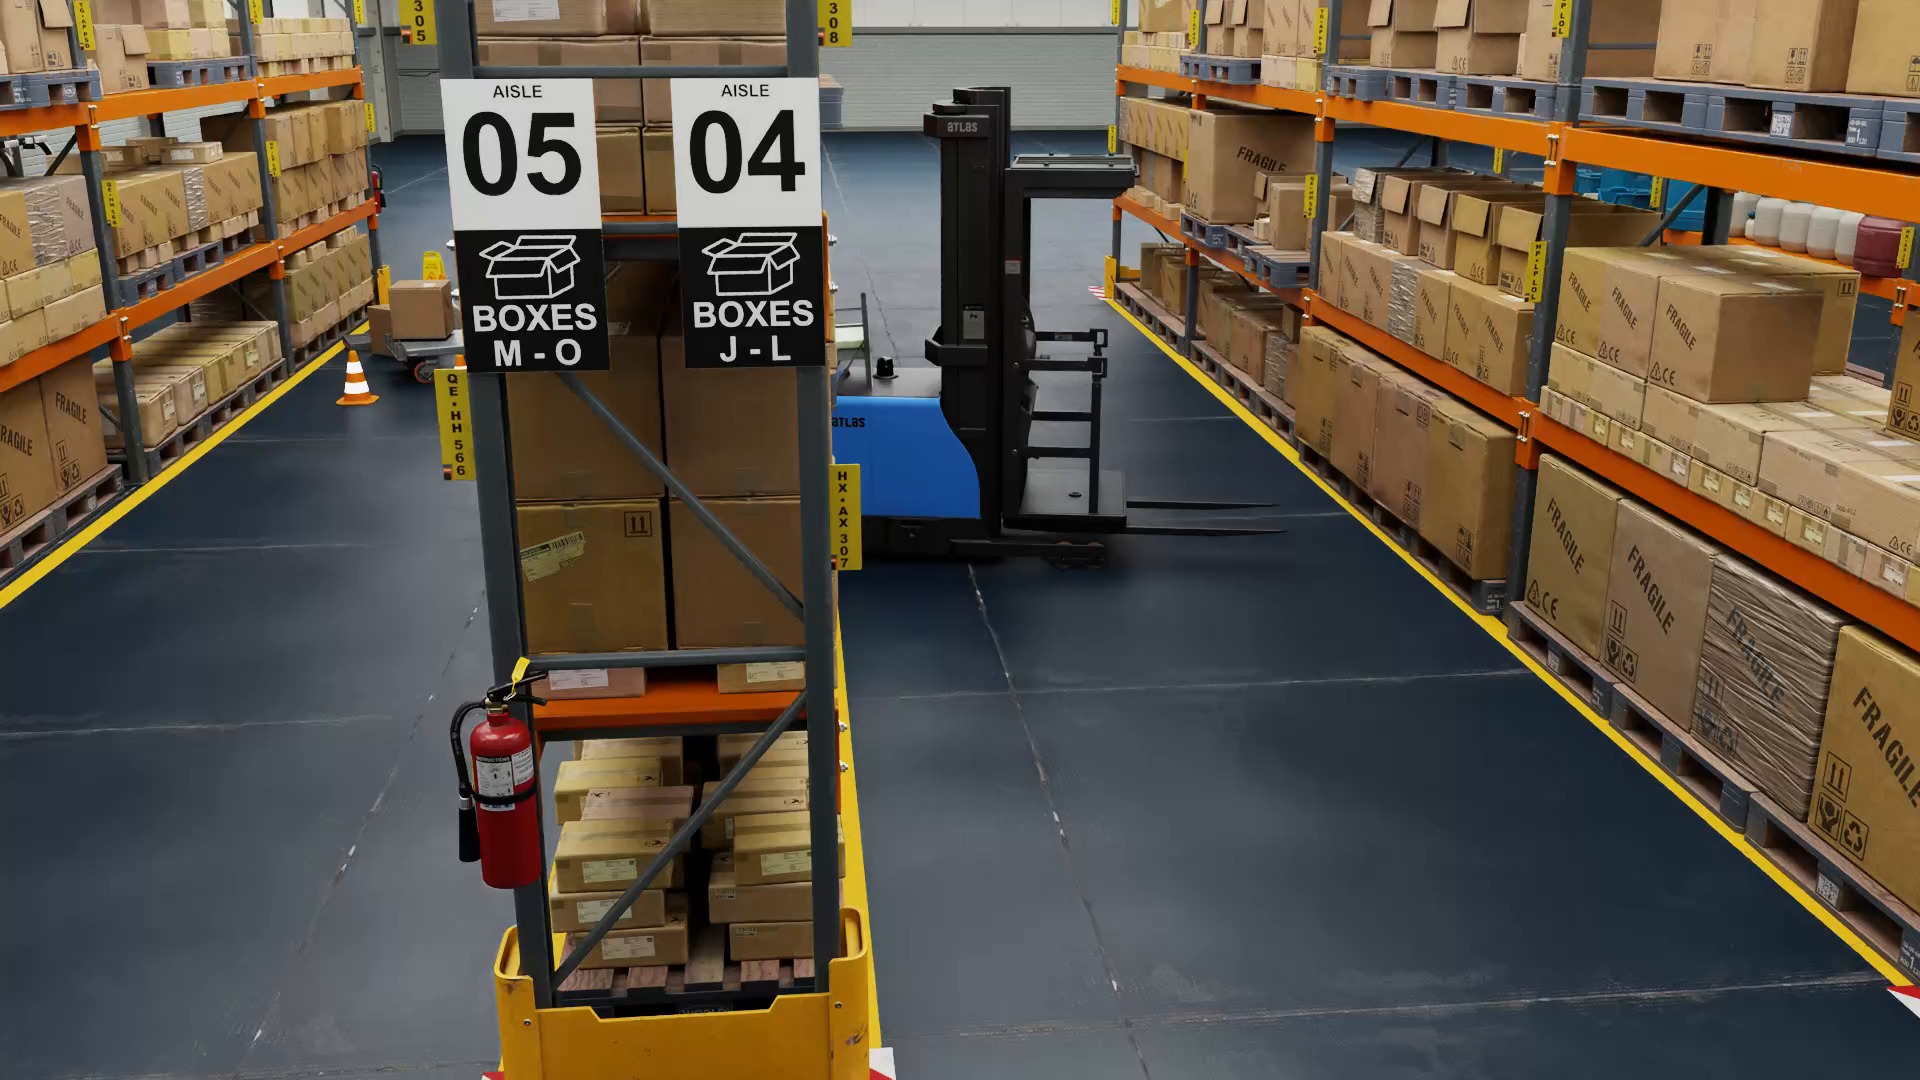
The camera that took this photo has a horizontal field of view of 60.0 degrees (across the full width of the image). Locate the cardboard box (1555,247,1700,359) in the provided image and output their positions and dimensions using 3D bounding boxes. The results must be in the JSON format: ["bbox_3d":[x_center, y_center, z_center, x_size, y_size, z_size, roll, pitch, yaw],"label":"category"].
[{"bbox_3d":[3.443,-1.228,8.584,0.500,0.500,0.500,-2,18,-6],"label":"cardboard box"}]

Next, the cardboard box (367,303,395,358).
[{"bbox_3d":[-5.792,-2.198,17.340,0.500,0.500,0.500,11,21,32],"label":"cardboard box"}]

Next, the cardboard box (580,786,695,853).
[{"bbox_3d":[-1.159,1.013,6.007,0.380,0.149,0.250,-1,17,-5],"label":"cardboard box"}]

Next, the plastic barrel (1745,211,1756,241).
[{"bbox_3d":[7.733,-3.022,16.027,0.301,0.262,0.301,0,17,0],"label":"plastic barrel"}]

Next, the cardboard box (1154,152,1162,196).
[{"bbox_3d":[2.659,-4.106,18.585,0.875,0.500,0.500,-2,18,-6],"label":"cardboard box"}]

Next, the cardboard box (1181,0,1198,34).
[{"bbox_3d":[2.522,-5.320,16.608,0.500,0.500,0.500,-2,18,-7],"label":"cardboard box"}]

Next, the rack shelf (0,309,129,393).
[{"bbox_3d":[-6.416,-0.897,10.229,1.077,0.370,4.000,-2,18,-6],"label":"rack shelf"}]

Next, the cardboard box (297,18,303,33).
[{"bbox_3d":[-6.985,-5.285,17.082,0.380,0.149,0.250,-1,17,-5],"label":"cardboard box"}]

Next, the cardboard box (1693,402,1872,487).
[{"bbox_3d":[3.584,-0.424,7.272,0.500,0.250,0.500,-2,18,-6],"label":"cardboard box"}]

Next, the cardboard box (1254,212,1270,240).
[{"bbox_3d":[2.795,-2.767,14.507,0.396,0.266,0.258,-2,18,-7],"label":"cardboard box"}]

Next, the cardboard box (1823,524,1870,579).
[{"bbox_3d":[3.618,0.038,6.468,0.380,0.149,0.250,-1,17,-5],"label":"cardboard box"}]

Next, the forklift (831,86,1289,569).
[{"bbox_3d":[0.622,-1.382,10.686,3.031,2.935,1.130,2,17,5],"label":"forklift"}]

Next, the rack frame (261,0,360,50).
[{"bbox_3d":[-7.447,-7.082,18.712,1.000,3.000,0.127,-2,18,-6],"label":"rack frame"}]

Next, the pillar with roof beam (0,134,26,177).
[{"bbox_3d":[-9.545,-8.613,23.589,9.100,9.000,0.400,-2,18,-6],"label":"pillar with roof beam"}]

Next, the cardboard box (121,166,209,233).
[{"bbox_3d":[-6.604,-2.830,13.819,0.500,0.500,0.500,-2,18,-8],"label":"cardboard box"}]

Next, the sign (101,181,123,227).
[{"bbox_3d":[-6.070,-2.407,11.903,0.100,0.325,0.005,-2,18,-6],"label":"sign"}]

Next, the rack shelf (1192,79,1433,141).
[{"bbox_3d":[3.029,-3.826,14.551,1.077,0.370,4.000,-2,18,-6],"label":"rack shelf"}]

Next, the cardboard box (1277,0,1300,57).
[{"bbox_3d":[2.873,-4.147,13.369,0.500,0.500,0.500,-2,18,-6],"label":"cardboard box"}]

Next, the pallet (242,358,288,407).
[{"bbox_3d":[-6.953,-1.466,15.494,1.003,0.211,1.213,-2,18,-6],"label":"pallet"}]

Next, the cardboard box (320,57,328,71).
[{"bbox_3d":[-7.048,-5.130,17.921,0.380,0.149,0.250,-2,18,-6],"label":"cardboard box"}]

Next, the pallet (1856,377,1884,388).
[{"bbox_3d":[8.120,-1.197,14.638,1.003,0.211,1.213,-2,18,-6],"label":"pallet"}]

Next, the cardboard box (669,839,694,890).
[{"bbox_3d":[-1.214,1.219,6.346,0.380,0.149,0.250,-2,18,-6],"label":"cardboard box"}]

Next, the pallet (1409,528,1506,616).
[{"bbox_3d":[3.493,0.152,10.341,1.003,0.211,1.213,-2,18,-6],"label":"pallet"}]

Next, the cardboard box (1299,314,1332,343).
[{"bbox_3d":[3.136,-1.716,13.823,0.500,0.250,0.500,-1,17,-3],"label":"cardboard box"}]

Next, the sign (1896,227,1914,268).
[{"bbox_3d":[7.615,-2.354,13.396,0.100,0.325,0.005,-2,18,-6],"label":"sign"}]

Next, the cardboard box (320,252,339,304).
[{"bbox_3d":[-6.946,-2.772,17.637,0.500,0.500,0.500,-1,17,-3],"label":"cardboard box"}]

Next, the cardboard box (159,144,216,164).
[{"bbox_3d":[-6.627,-3.311,14.269,0.380,0.149,0.250,-3,18,-8],"label":"cardboard box"}]

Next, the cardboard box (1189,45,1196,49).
[{"bbox_3d":[2.502,-4.972,16.584,0.380,0.149,0.250,-1,17,-4],"label":"cardboard box"}]

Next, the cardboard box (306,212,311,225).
[{"bbox_3d":[-6.933,-3.317,17.155,0.380,0.149,0.250,-2,18,-6],"label":"cardboard box"}]

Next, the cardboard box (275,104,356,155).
[{"bbox_3d":[-6.978,-4.441,17.983,0.700,0.500,0.500,-2,18,-6],"label":"cardboard box"}]

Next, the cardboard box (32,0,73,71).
[{"bbox_3d":[-6.433,-3.410,11.148,0.797,0.503,0.637,-3,18,-9],"label":"cardboard box"}]

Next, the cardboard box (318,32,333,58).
[{"bbox_3d":[-7.017,-5.273,17.711,0.500,0.250,0.500,-1,17,-4],"label":"cardboard box"}]

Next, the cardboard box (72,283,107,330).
[{"bbox_3d":[-6.312,-1.622,11.587,0.500,0.250,0.500,-2,18,-8],"label":"cardboard box"}]

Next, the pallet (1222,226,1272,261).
[{"bbox_3d":[2.990,-2.640,14.897,1.003,0.211,1.213,-2,18,-6],"label":"pallet"}]

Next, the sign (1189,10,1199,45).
[{"bbox_3d":[2.284,-4.993,16.203,0.100,0.325,0.005,-2,18,-6],"label":"sign"}]

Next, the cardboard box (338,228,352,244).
[{"bbox_3d":[-6.978,-3.363,18.435,0.380,0.149,0.250,-1,17,-5],"label":"cardboard box"}]

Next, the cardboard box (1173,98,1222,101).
[{"bbox_3d":[2.770,-4.888,19.405,0.500,0.500,0.500,-2,18,-6],"label":"cardboard box"}]

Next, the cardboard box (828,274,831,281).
[{"bbox_3d":[-0.914,-1.407,9.375,0.380,0.149,0.250,-1,17,-4],"label":"cardboard box"}]

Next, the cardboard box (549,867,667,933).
[{"bbox_3d":[-1.222,1.233,5.802,0.380,0.149,0.250,-2,18,-7],"label":"cardboard box"}]

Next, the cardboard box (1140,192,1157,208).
[{"bbox_3d":[2.260,-3.864,18.897,0.380,0.149,0.250,-2,18,-6],"label":"cardboard box"}]

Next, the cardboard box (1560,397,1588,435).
[{"bbox_3d":[3.374,-0.654,8.673,0.380,0.149,0.250,-2,18,-7],"label":"cardboard box"}]

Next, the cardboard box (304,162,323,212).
[{"bbox_3d":[-6.917,-3.656,17.152,0.500,0.500,0.500,-2,18,-6],"label":"cardboard box"}]

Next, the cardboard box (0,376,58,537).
[{"bbox_3d":[-6.546,-0.549,10.764,0.875,0.875,0.875,-2,17,-5],"label":"cardboard box"}]

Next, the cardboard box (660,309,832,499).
[{"bbox_3d":[-0.666,-0.445,5.253,0.500,0.500,0.500,-2,18,-6],"label":"cardboard box"}]

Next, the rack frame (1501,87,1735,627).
[{"bbox_3d":[3.648,-0.951,9.198,1.000,3.000,0.127,-2,18,-6],"label":"rack frame"}]

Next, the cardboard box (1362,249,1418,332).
[{"bbox_3d":[3.126,-1.731,11.516,0.500,0.500,0.500,-2,18,-7],"label":"cardboard box"}]

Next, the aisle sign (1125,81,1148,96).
[{"bbox_3d":[2.105,-5.776,20.226,0.394,0.787,0.004,-2,18,-6],"label":"aisle sign"}]

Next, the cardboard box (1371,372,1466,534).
[{"bbox_3d":[3.469,-0.594,10.907,1.225,0.875,0.875,-2,18,-8],"label":"cardboard box"}]

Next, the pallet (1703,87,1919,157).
[{"bbox_3d":[3.844,-1.733,6.830,1.003,0.211,1.213,-2,18,-6],"label":"pallet"}]

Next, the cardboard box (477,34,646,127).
[{"bbox_3d":[-1.184,-1.364,4.920,0.500,0.250,0.500,-2,18,-7],"label":"cardboard box"}]

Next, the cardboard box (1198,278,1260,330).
[{"bbox_3d":[2.821,-2.463,17.485,0.500,0.500,0.500,-2,18,-7],"label":"cardboard box"}]

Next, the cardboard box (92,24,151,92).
[{"bbox_3d":[-6.808,-3.770,12.999,0.797,0.503,0.637,-2,18,-6],"label":"cardboard box"}]

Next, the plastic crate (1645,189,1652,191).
[{"bbox_3d":[7.890,-3.799,18.625,0.450,0.188,0.662,-2,18,-6],"label":"plastic crate"}]

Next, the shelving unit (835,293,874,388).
[{"bbox_3d":[-0.773,-0.830,11.040,0.431,1.500,0.755,-4,16,-3],"label":"shelving unit"}]

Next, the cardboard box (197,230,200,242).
[{"bbox_3d":[-6.691,-2.578,14.099,0.380,0.149,0.250,-2,18,-8],"label":"cardboard box"}]
